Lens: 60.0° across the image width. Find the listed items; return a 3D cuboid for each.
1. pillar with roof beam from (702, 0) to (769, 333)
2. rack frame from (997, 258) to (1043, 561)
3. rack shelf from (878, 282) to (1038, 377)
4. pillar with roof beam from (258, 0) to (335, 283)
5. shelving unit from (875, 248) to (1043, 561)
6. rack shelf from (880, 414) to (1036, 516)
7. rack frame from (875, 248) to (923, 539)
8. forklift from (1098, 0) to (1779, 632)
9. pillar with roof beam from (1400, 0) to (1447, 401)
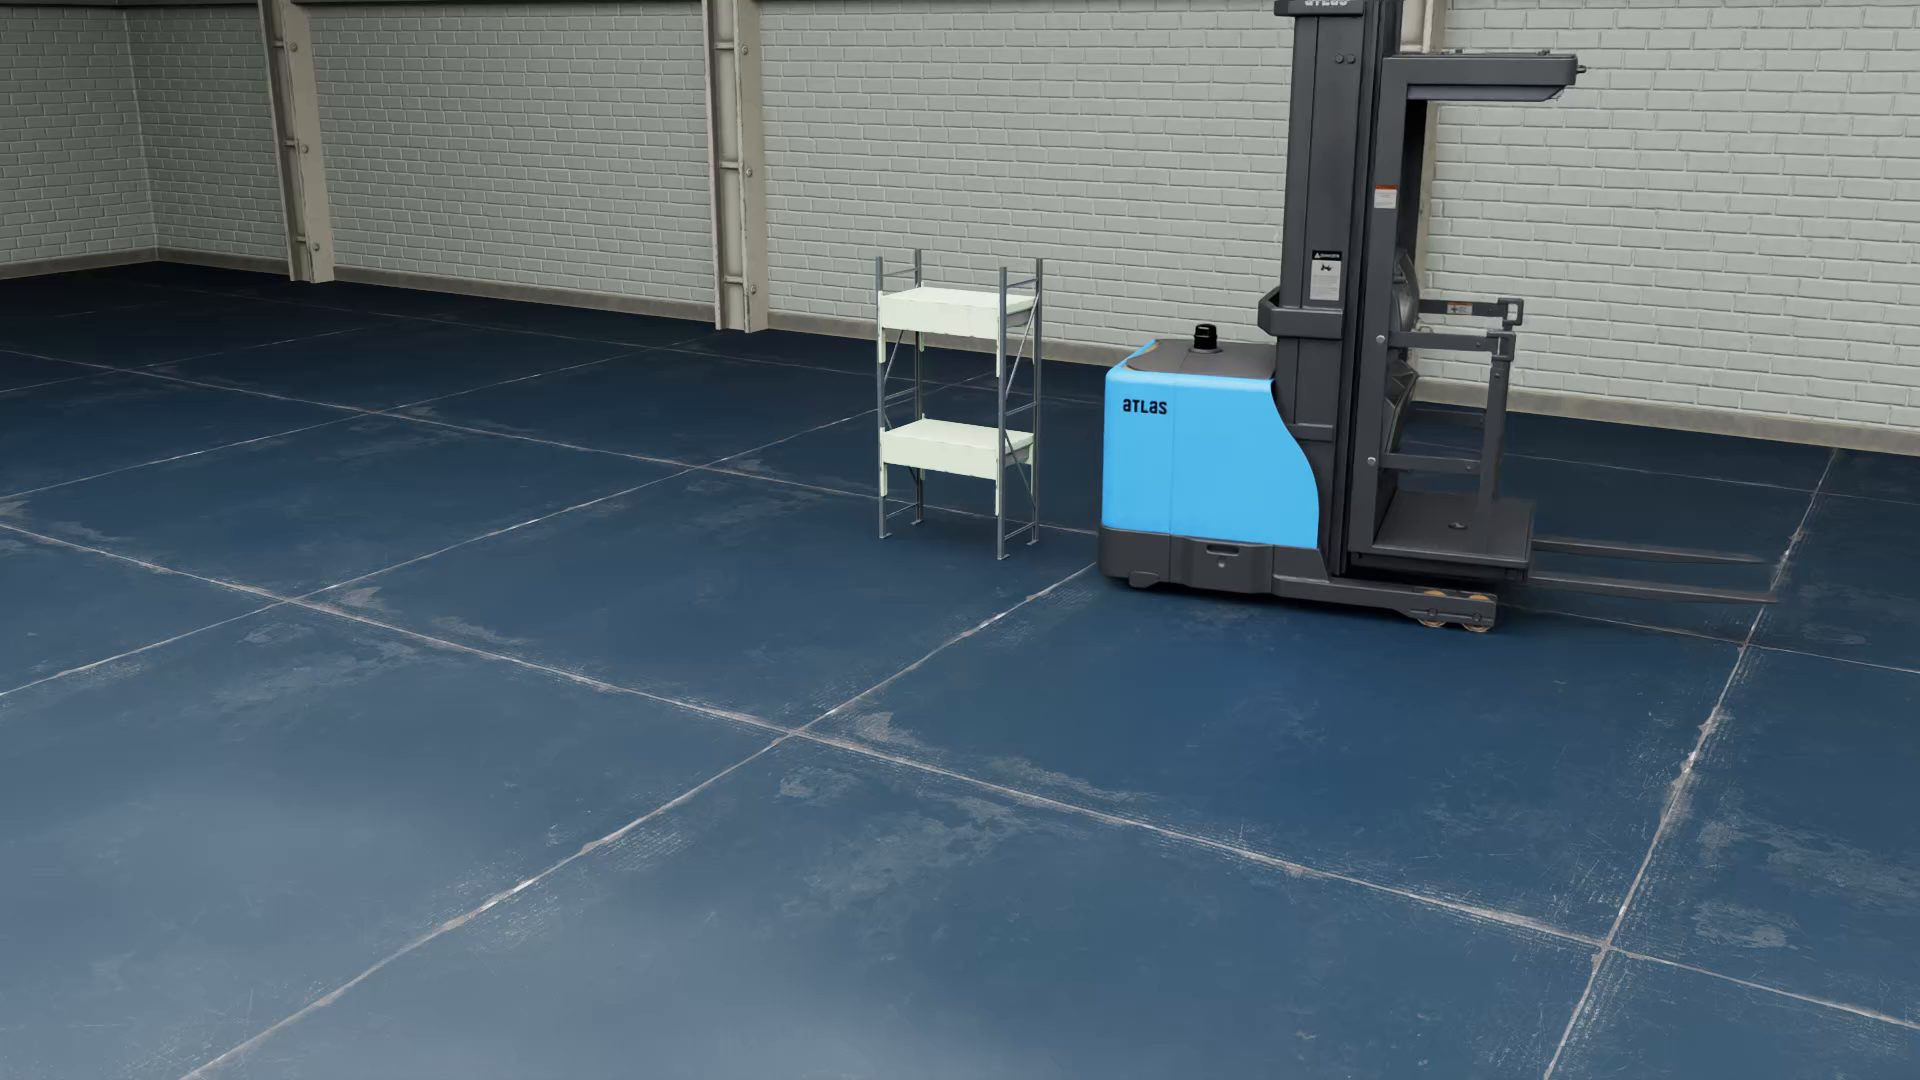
[{"bbox_3d":[-4.250,-5.184,10.466,0.400,9.000,9.100,10,20,30],"label":"pillar with roof beam"},{"bbox_3d":[0.306,-0.663,8.483,0.023,1.500,0.400,10,20,30],"label":"rack frame"},{"bbox_3d":[-0.006,-1.092,8.553,0.720,0.370,0.431,10,20,30],"label":"rack shelf"},{"bbox_3d":[-9.363,-6.097,13.471,0.400,9.000,9.100,10,20,30],"label":"pillar with roof beam"},{"bbox_3d":[-0.006,-0.719,8.667,0.755,1.500,0.431,10,20,30],"label":"shelving unit"},{"bbox_3d":[-0.006,-0.407,8.761,0.720,0.370,0.431,10,20,30],"label":"rack shelf"},{"bbox_3d":[-0.318,-0.774,8.850,0.023,1.500,0.400,10,20,30],"label":"rack frame"},{"bbox_3d":[2.247,-1.160,7.657,3.031,2.935,1.130,6,18,19],"label":"forklift"},{"bbox_3d":[0.863,-4.272,7.462,0.400,9.000,9.100,10,20,30],"label":"pillar with roof beam"}]
